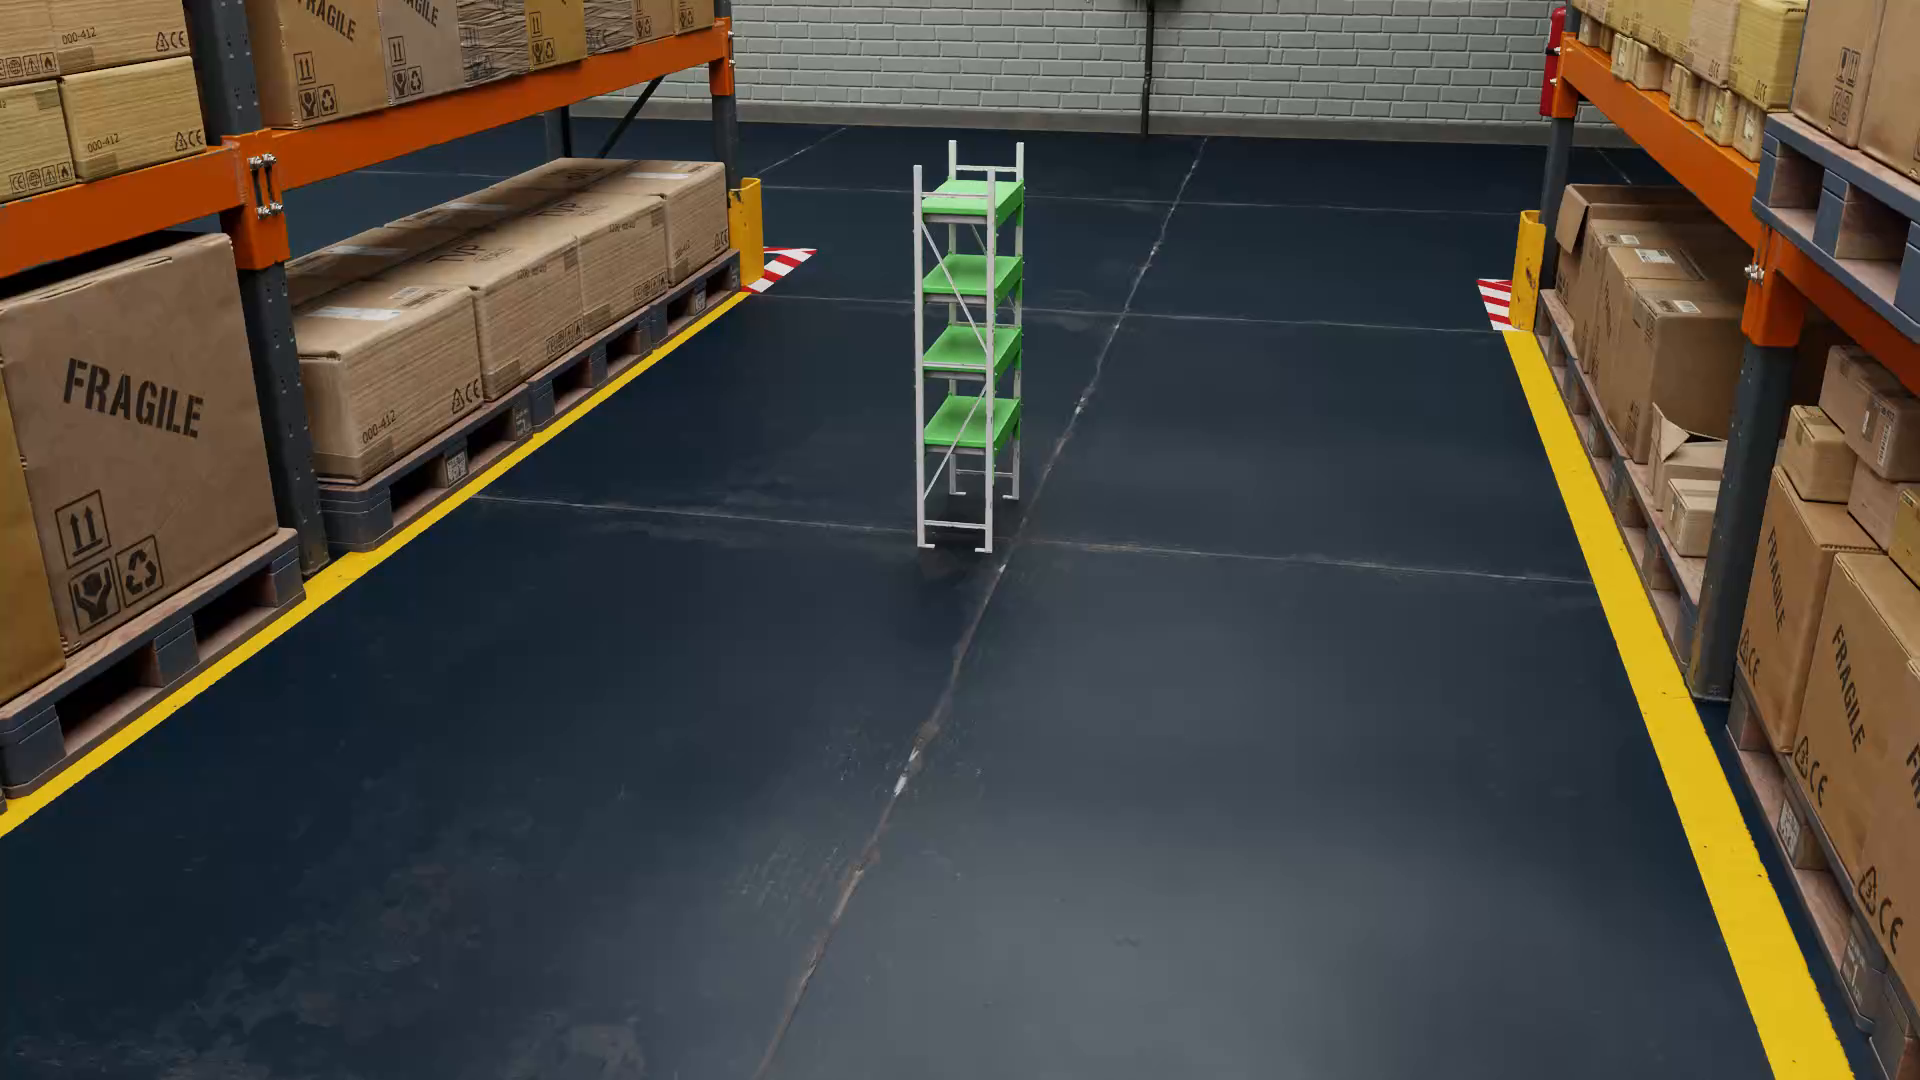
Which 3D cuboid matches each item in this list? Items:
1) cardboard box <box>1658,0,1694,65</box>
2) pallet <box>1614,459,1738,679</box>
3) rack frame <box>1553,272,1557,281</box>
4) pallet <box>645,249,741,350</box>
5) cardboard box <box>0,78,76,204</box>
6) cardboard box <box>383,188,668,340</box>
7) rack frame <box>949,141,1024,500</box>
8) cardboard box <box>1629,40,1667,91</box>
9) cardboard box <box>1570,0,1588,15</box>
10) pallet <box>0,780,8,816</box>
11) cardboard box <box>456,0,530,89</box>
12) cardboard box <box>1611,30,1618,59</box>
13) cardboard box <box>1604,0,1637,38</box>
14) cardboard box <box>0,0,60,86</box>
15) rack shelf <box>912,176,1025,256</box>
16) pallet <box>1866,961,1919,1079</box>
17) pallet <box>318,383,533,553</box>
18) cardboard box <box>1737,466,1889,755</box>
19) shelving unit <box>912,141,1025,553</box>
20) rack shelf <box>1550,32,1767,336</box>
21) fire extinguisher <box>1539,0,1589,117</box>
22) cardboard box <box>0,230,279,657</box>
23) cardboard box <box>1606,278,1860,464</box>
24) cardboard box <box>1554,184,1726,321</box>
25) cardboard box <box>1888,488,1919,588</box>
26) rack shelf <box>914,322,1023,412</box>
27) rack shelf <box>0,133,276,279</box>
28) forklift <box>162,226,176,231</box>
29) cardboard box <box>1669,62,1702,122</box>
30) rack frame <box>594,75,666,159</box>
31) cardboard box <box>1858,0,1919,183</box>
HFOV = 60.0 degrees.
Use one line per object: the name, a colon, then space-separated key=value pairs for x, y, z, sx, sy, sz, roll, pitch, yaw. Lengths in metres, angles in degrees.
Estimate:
cardboard box: x=2.470 y=-1.595 z=5.102 sx=0.500 sy=0.250 sz=0.500 roll=4 pitch=22 yaw=11
pallet: x=2.543 y=0.086 z=4.857 sx=1.003 sy=0.211 sz=1.213 roll=4 pitch=22 yaw=11
rack frame: x=3.215 y=-2.419 z=7.346 sx=0.949 sy=2.616 sz=0.053 roll=4 pitch=22 yaw=11
pallet: x=-1.728 y=-1.204 z=8.061 sx=1.003 sy=0.211 sz=1.213 roll=4 pitch=22 yaw=11
cardboard box: x=-2.407 y=-0.894 z=3.760 sx=0.500 sy=0.250 sz=0.500 roll=4 pitch=22 yaw=10
cardboard box: x=-1.857 y=-1.218 z=7.230 sx=0.875 sy=0.438 sz=0.875 roll=5 pitch=22 yaw=12
rack frame: x=0.084 y=-0.706 z=5.501 sx=0.240 sy=1.200 sz=0.015 roll=4 pitch=22 yaw=11
cardboard box: x=2.538 y=-1.638 z=5.742 sx=0.380 sy=0.149 sz=0.250 roll=5 pitch=22 yaw=12
cardboard box: x=2.862 y=-2.342 z=6.956 sx=0.500 sy=0.250 sz=0.500 roll=5 pitch=22 yaw=11
pallet: x=-2.788 y=0.696 z=3.344 sx=1.003 sy=0.211 sz=1.213 roll=4 pitch=22 yaw=11
cardboard box: x=-1.891 y=-1.896 z=5.913 sx=0.500 sy=0.500 sz=0.500 roll=5 pitch=22 yaw=11
cardboard box: x=2.745 y=-1.920 z=6.443 sx=0.380 sy=0.149 sz=0.250 roll=5 pitch=23 yaw=13
cardboard box: x=2.659 y=-1.972 z=6.038 sx=0.500 sy=0.250 sz=0.500 roll=4 pitch=22 yaw=10
cardboard box: x=-2.404 y=-1.132 z=3.682 sx=0.500 sy=0.250 sz=0.500 roll=5 pitch=22 yaw=12
rack shelf: x=0.034 y=-1.003 z=5.124 sx=0.258 sy=0.148 sz=0.480 roll=4 pitch=22 yaw=11
pallet: x=2.027 y=1.085 z=2.377 sx=1.003 sy=0.211 sz=1.213 roll=4 pitch=22 yaw=11
pallet: x=-2.226 y=-0.312 z=5.846 sx=1.003 sy=0.211 sz=1.213 roll=4 pitch=22 yaw=11
cardboard box: x=2.083 y=0.168 z=3.705 sx=0.500 sy=0.500 sz=0.500 roll=5 pitch=23 yaw=13
shelving unit: x=0.034 y=-0.617 z=5.280 sx=0.258 sy=1.200 sz=0.503 roll=4 pitch=22 yaw=11
rack shelf: x=2.810 y=-1.354 z=5.663 sx=1.077 sy=0.370 sz=4.000 roll=4 pitch=22 yaw=11
fire extinguisher: x=2.796 y=-2.299 z=7.650 sx=0.296 sy=0.674 sz=0.183 roll=4 pitch=22 yaw=11
cardboard box: x=-2.506 y=-0.310 z=4.389 sx=0.875 sy=0.875 sz=0.875 roll=5 pitch=23 yaw=13
cardboard box: x=2.577 y=-0.549 z=5.485 sx=0.700 sy=0.500 sz=0.500 roll=4 pitch=22 yaw=9
cardboard box: x=3.001 y=-1.239 z=7.195 sx=0.797 sy=0.503 sz=0.637 roll=4 pitch=22 yaw=9
cardboard box: x=2.047 y=0.020 z=3.203 sx=0.380 sy=0.149 sz=0.250 roll=3 pitch=22 yaw=8
rack shelf: x=0.034 y=-0.558 z=5.304 sx=0.258 sy=0.148 sz=0.480 roll=4 pitch=22 yaw=11
rack shelf: x=-2.866 y=-0.268 z=2.967 sx=1.077 sy=0.370 sz=4.000 roll=4 pitch=22 yaw=11
forklift: x=-4.679 y=-2.022 z=6.452 sx=1.130 sy=2.935 sz=3.031 roll=6 pitch=23 yaw=16
cardboard box: x=2.386 y=-1.359 z=5.048 sx=0.380 sy=0.149 sz=0.250 roll=4 pitch=22 yaw=10
rack frame: x=-1.638 y=-2.796 z=8.281 sx=0.949 sy=2.616 sz=0.053 roll=4 pitch=22 yaw=11
cardboard box: x=1.979 y=-0.848 z=2.748 sx=0.700 sy=0.500 sz=0.500 roll=5 pitch=22 yaw=12
